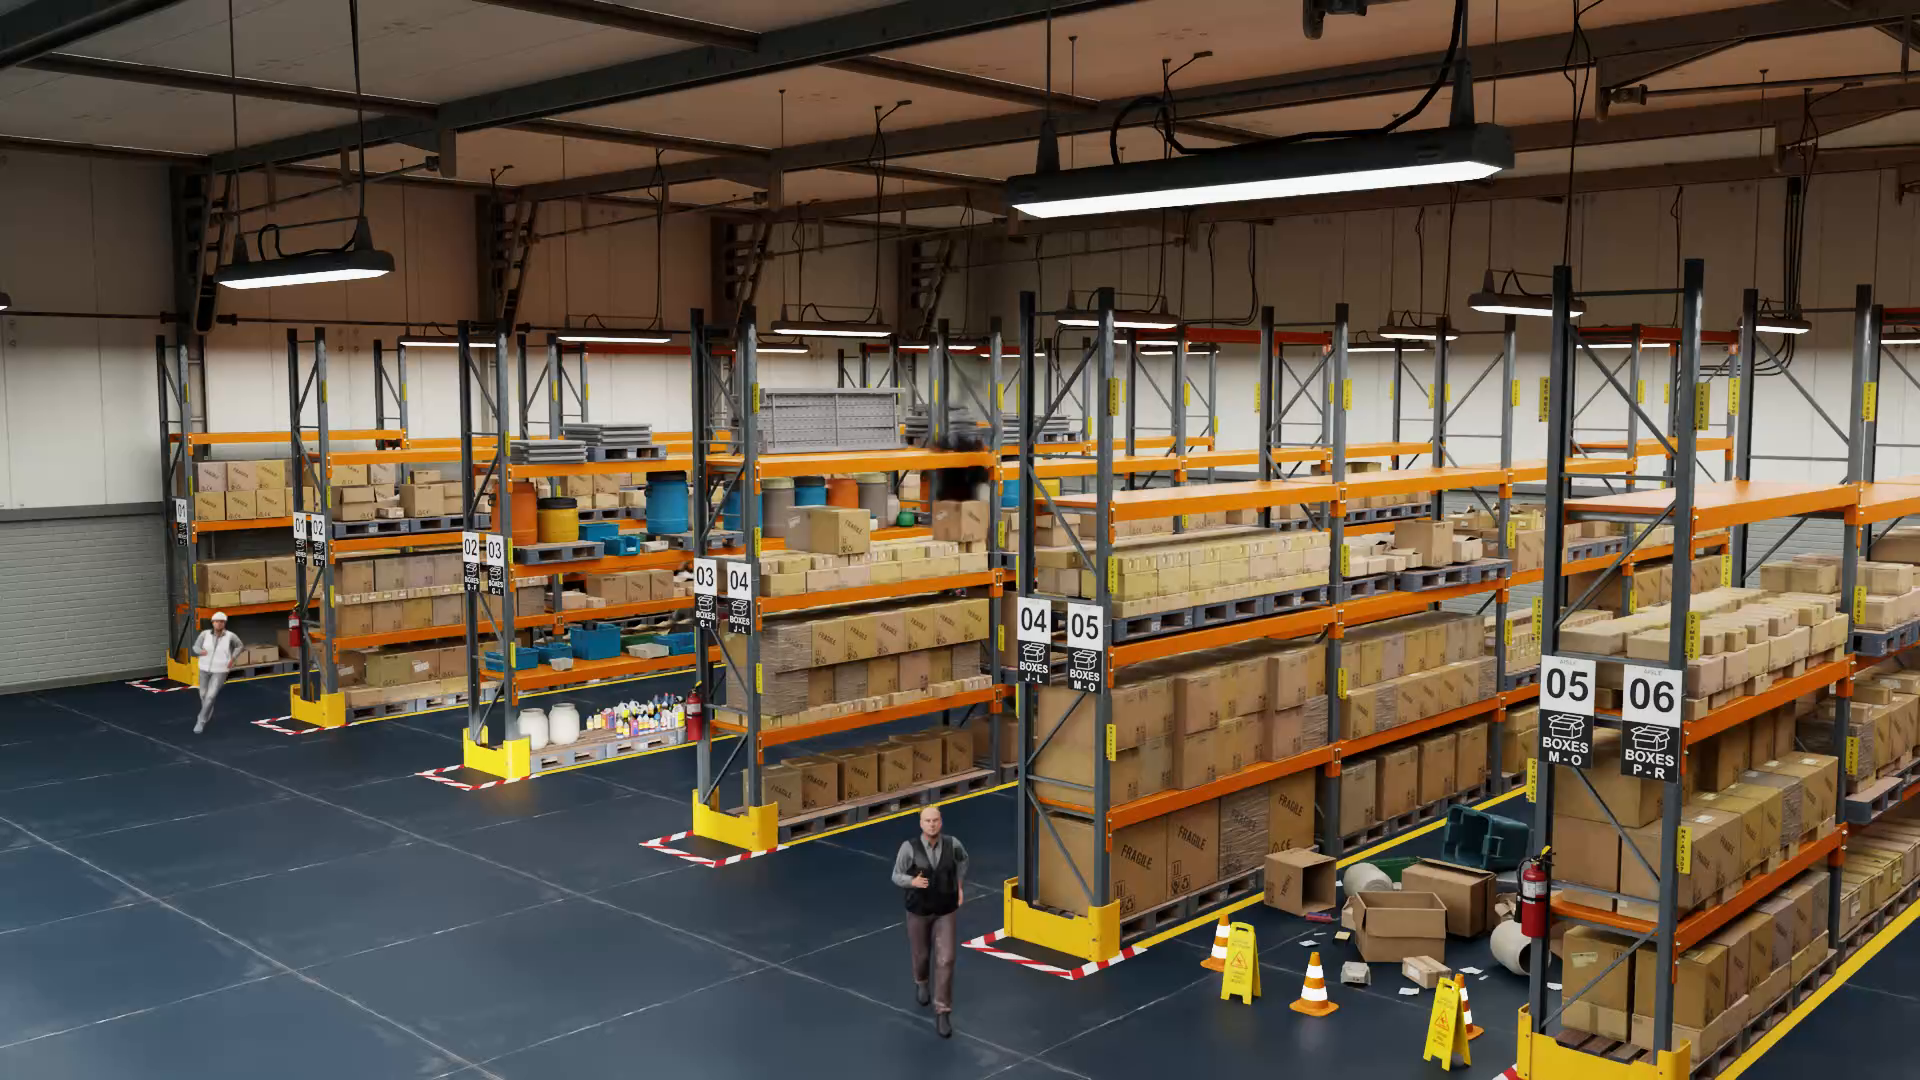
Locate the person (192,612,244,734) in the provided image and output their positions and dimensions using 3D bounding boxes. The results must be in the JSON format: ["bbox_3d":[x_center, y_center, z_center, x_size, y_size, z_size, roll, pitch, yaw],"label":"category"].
[{"bbox_3d":[-11.155,1.949,24.964,0.678,1.766,0.893,-1,5,-7],"label":"person"}]

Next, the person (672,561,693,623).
[{"bbox_3d":[-5.482,1.232,33.154,0.669,1.778,0.614,-5,7,-44],"label":"person"}]

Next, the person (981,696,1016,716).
[{"bbox_3d":[0.577,2.002,24.692,0.570,1.658,0.929,5,7,41],"label":"person"}]

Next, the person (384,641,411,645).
[{"bbox_3d":[-9.458,1.644,28.016,0.654,1.781,0.698,3,6,31],"label":"person"}]

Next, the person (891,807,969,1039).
[{"bbox_3d":[-0.228,3.022,13.439,0.651,1.738,0.881,0,5,-5],"label":"person"}]
